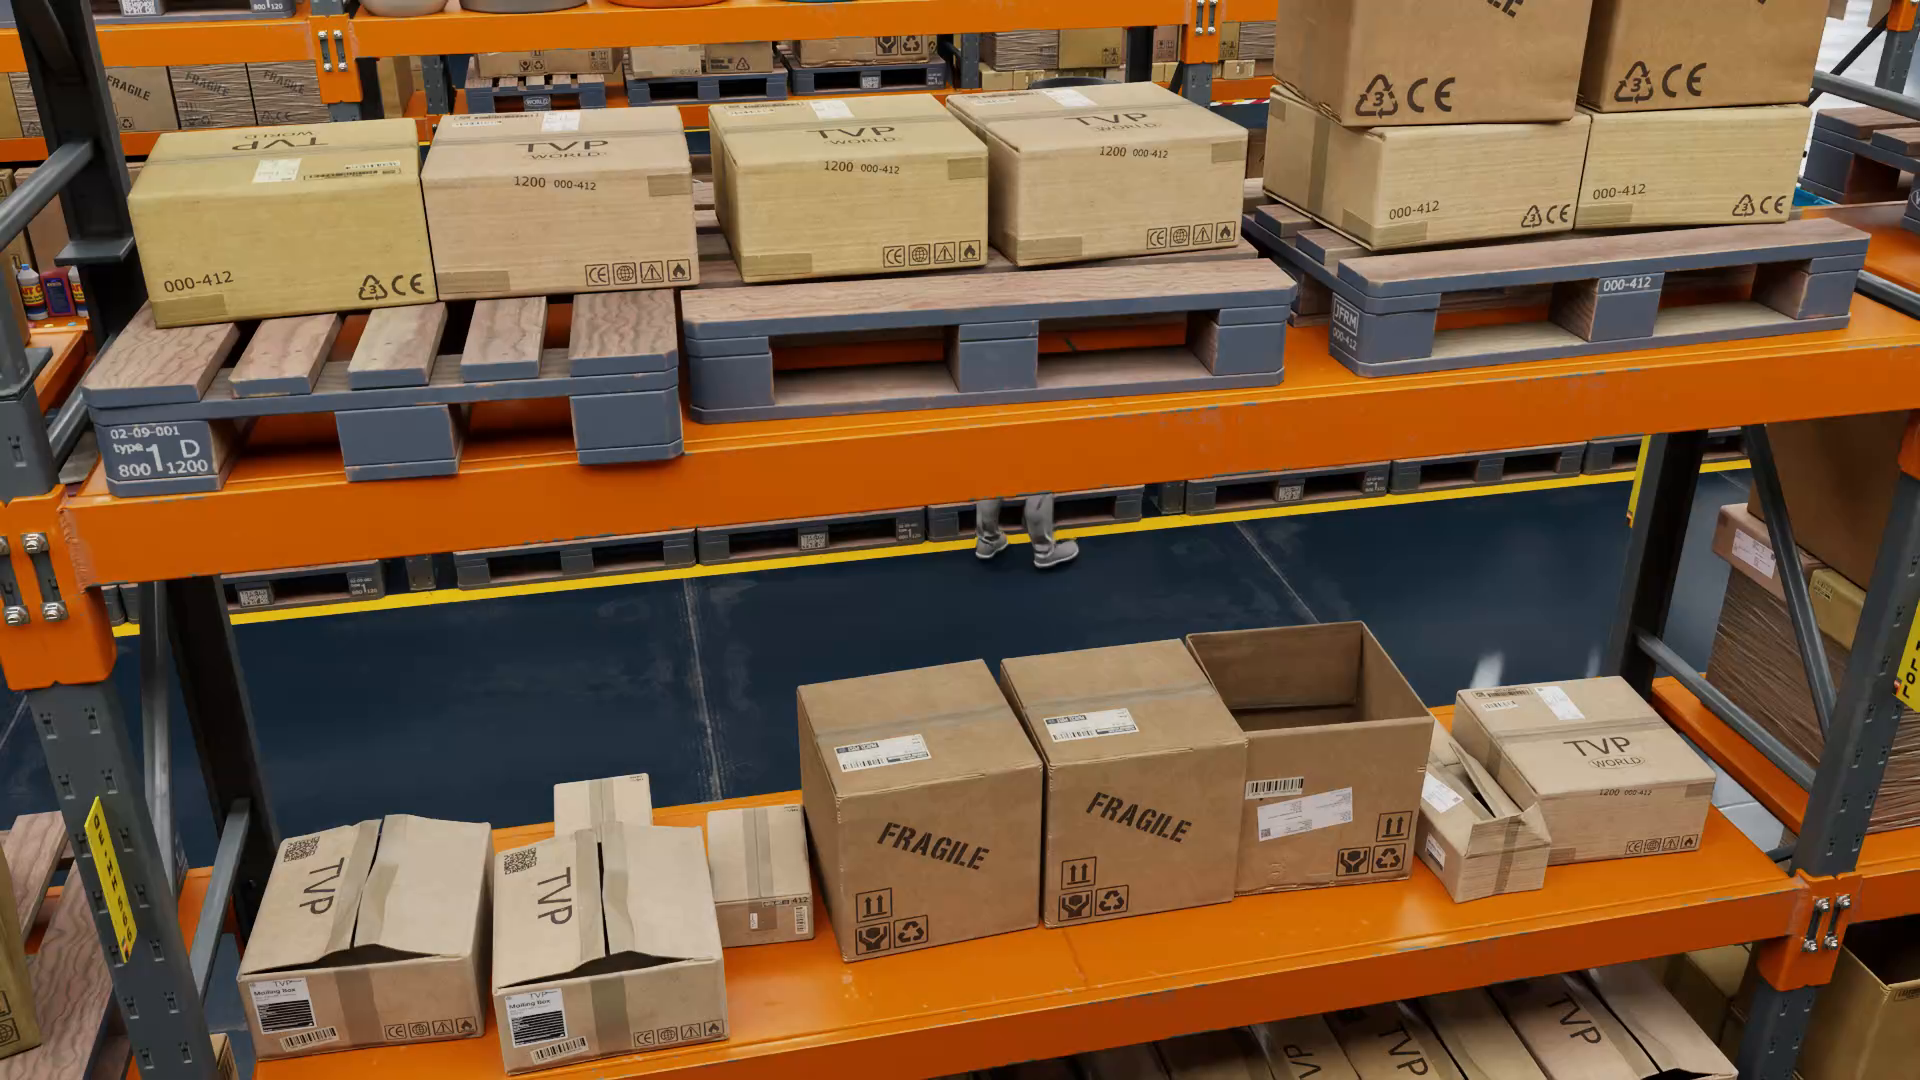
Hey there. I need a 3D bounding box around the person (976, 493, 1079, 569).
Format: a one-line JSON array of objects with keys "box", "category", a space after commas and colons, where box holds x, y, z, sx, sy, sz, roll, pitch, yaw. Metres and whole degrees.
[{"box": [0.345, -0.669, 8.358, 0.481, 1.694, 0.515, -17, 31, -29], "category": "person"}]
